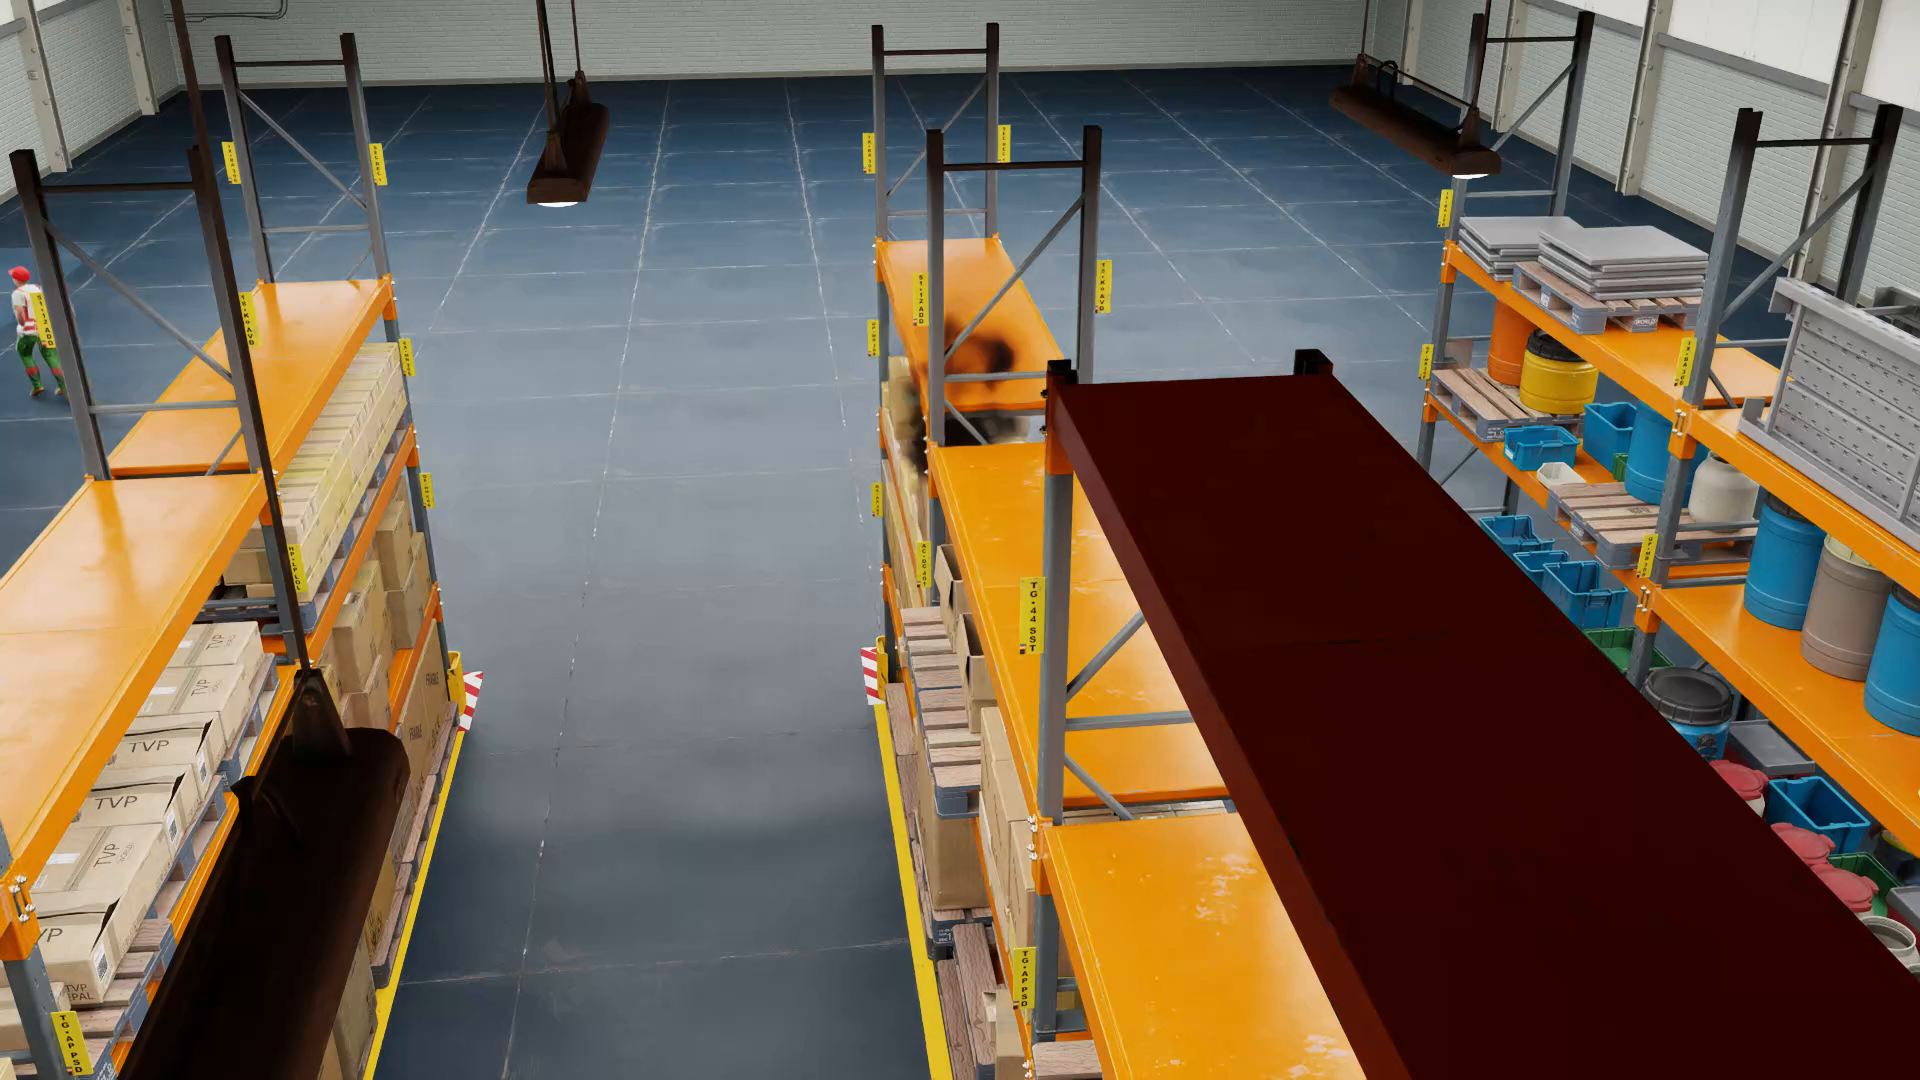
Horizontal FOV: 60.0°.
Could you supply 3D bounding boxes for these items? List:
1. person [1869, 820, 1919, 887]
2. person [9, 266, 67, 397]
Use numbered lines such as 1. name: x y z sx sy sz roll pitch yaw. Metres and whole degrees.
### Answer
1. person: 6.840 2.165 11.927 0.725 1.776 0.841 -4 26 -9
2. person: -12.345 -2.762 22.234 0.788 1.836 0.637 15 29 28
